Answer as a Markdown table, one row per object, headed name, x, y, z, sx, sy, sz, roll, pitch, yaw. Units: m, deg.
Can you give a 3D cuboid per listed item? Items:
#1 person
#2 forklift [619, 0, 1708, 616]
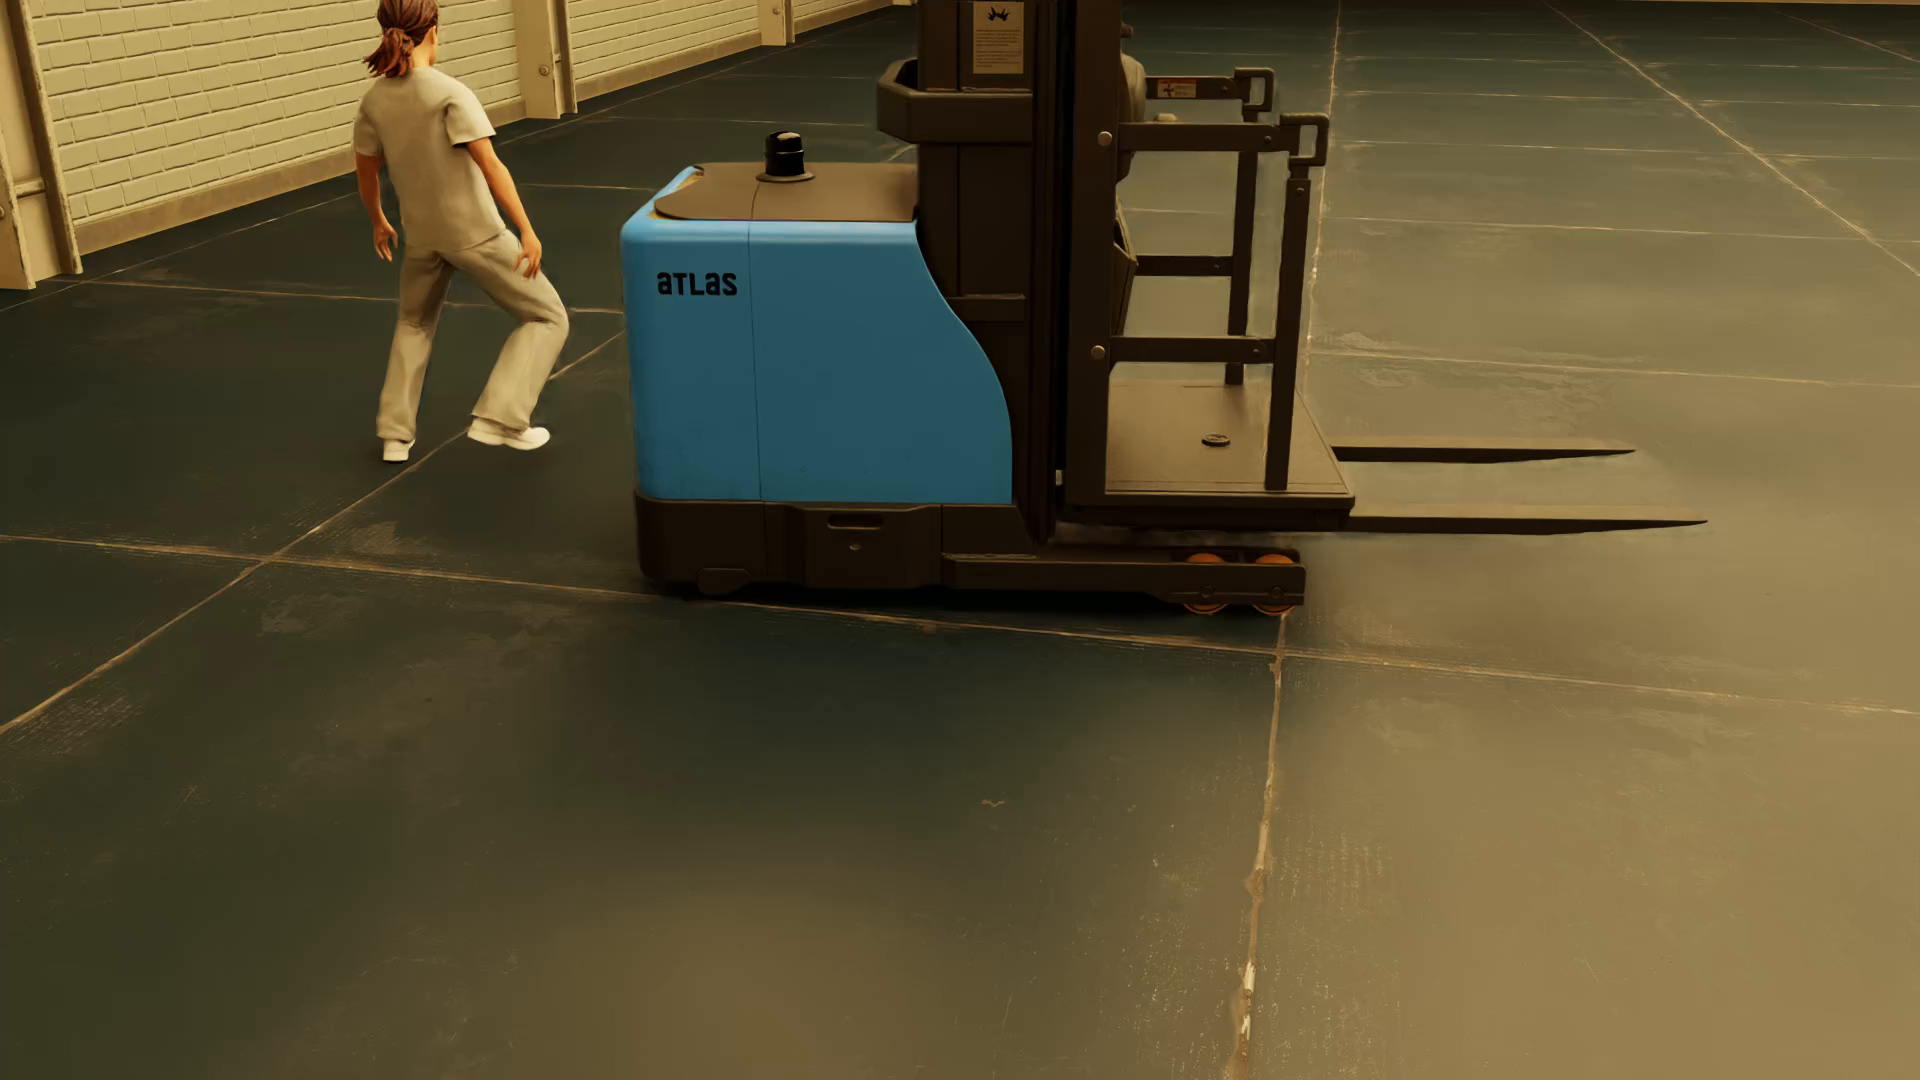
| name | x | y | z | sx | sy | sz | roll | pitch | yaw |
| --- | --- | --- | --- | --- | --- | --- | --- | --- | --- |
| person | -1.705 | -1.037 | 5.613 | 0.798 | 1.586 | 0.483 | 10 | 24 | 23 |
| forklift | 0.613 | -1.353 | 4.584 | 3.031 | 2.935 | 1.130 | 1 | 22 | 2 |
